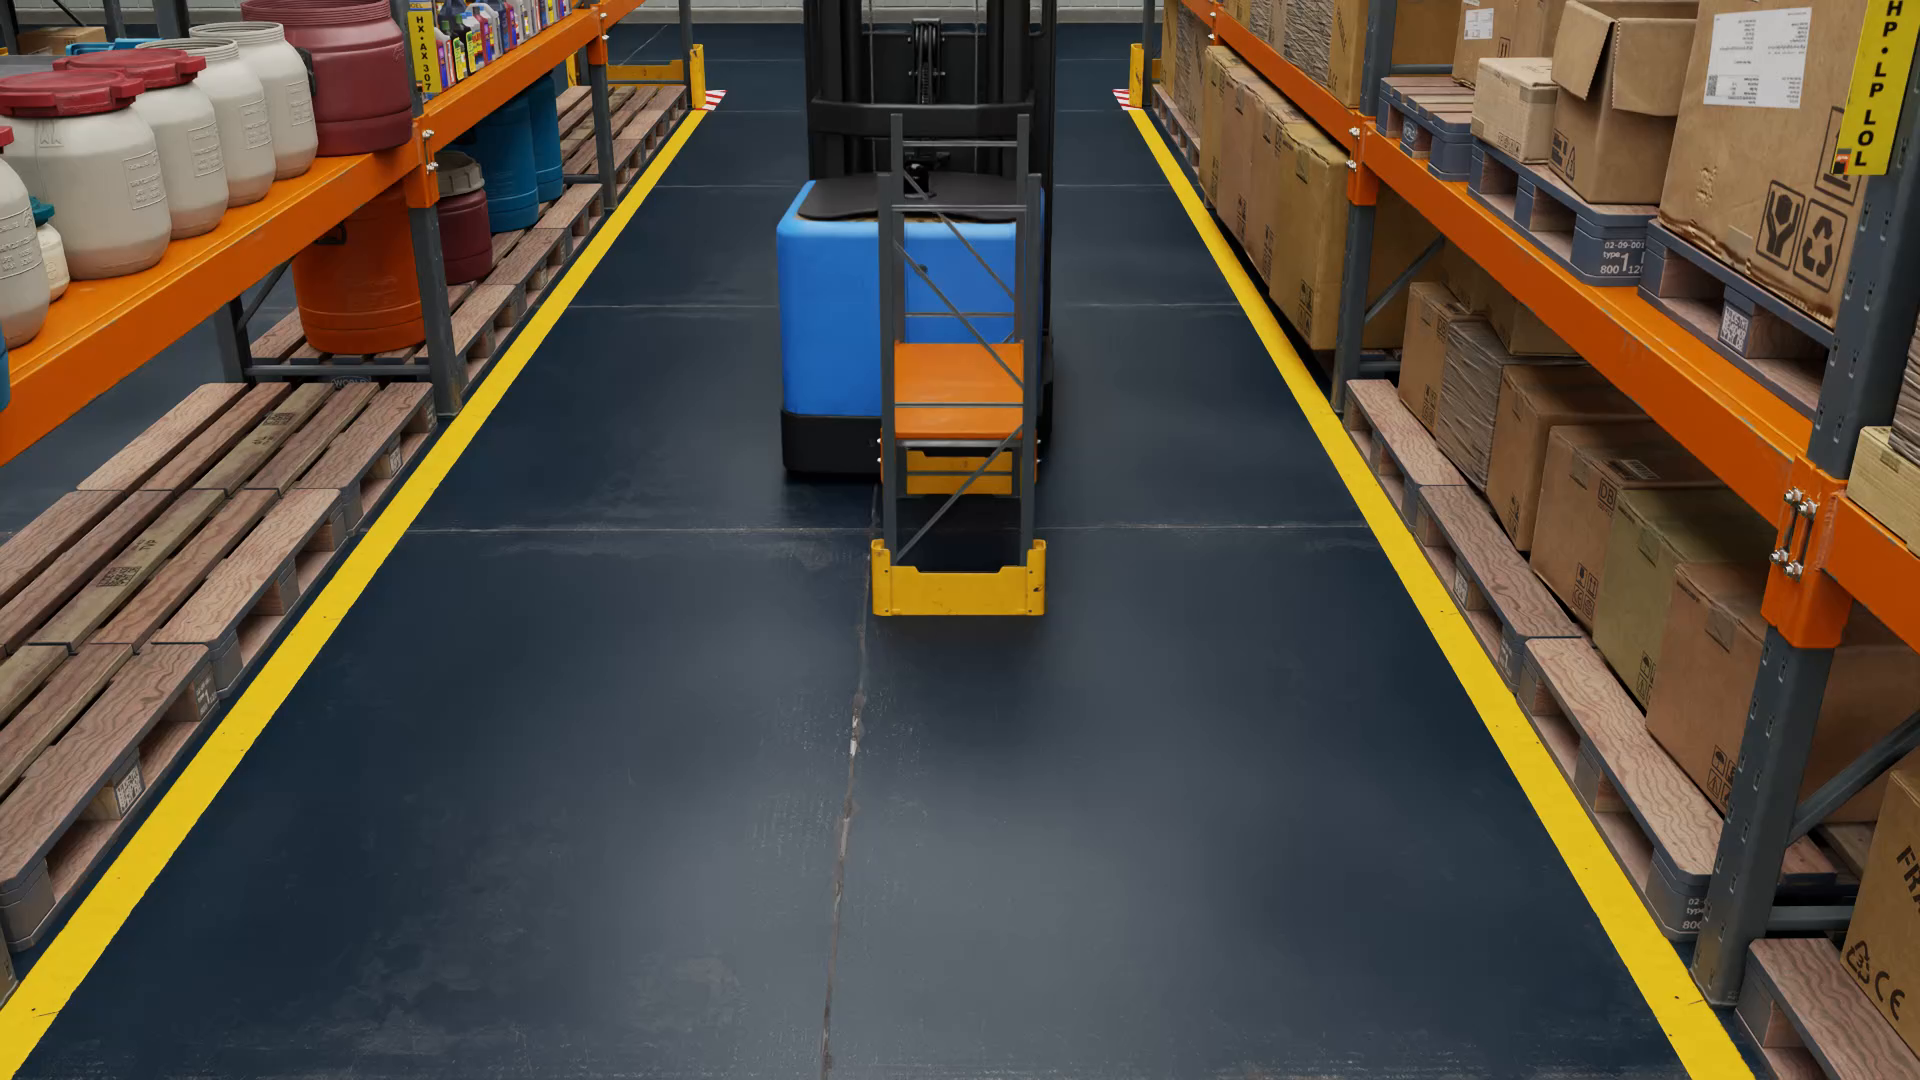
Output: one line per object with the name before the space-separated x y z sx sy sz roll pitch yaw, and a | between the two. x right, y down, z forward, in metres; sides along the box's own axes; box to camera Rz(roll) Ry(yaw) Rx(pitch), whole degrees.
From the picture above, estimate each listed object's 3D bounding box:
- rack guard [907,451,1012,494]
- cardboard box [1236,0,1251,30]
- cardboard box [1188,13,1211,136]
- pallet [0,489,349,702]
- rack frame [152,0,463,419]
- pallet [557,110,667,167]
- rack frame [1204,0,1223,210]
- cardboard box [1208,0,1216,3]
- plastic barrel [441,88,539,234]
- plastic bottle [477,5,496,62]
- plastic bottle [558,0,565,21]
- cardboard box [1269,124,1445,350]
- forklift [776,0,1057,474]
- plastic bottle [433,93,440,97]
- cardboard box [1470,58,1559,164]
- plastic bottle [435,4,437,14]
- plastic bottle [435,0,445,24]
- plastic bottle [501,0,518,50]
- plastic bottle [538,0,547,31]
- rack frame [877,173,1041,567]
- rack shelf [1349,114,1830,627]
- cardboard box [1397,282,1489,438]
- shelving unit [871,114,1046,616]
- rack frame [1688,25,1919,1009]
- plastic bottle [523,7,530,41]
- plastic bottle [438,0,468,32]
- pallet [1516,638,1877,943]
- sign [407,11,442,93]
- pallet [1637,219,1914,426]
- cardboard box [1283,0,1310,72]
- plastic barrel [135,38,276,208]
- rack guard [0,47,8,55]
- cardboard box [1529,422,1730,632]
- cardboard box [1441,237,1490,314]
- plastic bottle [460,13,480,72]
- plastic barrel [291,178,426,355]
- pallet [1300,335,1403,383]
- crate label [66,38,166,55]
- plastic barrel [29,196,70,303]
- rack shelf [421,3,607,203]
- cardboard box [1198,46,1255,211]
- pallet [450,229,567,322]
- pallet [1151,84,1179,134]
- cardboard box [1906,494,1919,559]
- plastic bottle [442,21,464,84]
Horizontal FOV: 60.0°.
rack guard | -0.002 -0.282 6.569 0.587 0.250 0.087 0 24 0
cardboard box | 1.910 -3.253 9.681 0.500 0.500 0.500 0 24 0
cardboard box | 2.211 -3.472 12.355 0.875 0.875 0.875 0 24 -1
pallet | -2.781 0.157 5.647 1.003 0.211 1.213 0 24 -1
rack frame | -2.761 -1.935 6.888 1.000 3.000 0.127 0 24 -1
pallet | -2.867 -3.119 12.891 1.003 0.211 1.213 0 24 -1
rack frame | 2.148 -3.605 10.581 1.000 3.000 0.127 0 24 -1
cardboard box | 1.818 -3.615 10.908 0.380 0.149 0.250 0 24 0
plastic barrel | -2.808 -2.302 9.737 0.600 0.901 0.708 0 24 -1
plastic bottle | -2.429 -2.580 8.470 0.097 0.271 0.097 0 24 0
plastic bottle | -2.429 -3.274 9.990 0.061 0.283 0.133 0 24 -1
cardboard box | 2.205 -1.465 7.917 1.225 0.875 0.875 -1 24 -3
forklift | -0.112 -2.155 7.459 1.130 2.935 3.031 1 24 3
plastic bottle | -2.417 -2.112 7.521 0.097 0.201 0.097 0 24 0
cardboard box | 1.980 -1.388 5.352 0.500 0.250 0.500 -1 24 -2
plastic bottle | -3.176 -3.183 9.799 0.152 0.276 0.135 0 24 -1
plastic bottle | -3.052 -3.157 9.832 0.097 0.201 0.097 0 24 0
plastic bottle | -2.415 -2.764 8.864 0.061 0.283 0.133 0 24 -1
plastic bottle | -2.465 -3.107 9.540 0.144 0.351 0.185 0 24 -1
rack frame | -0.004 -0.433 5.386 0.500 1.500 0.032 0 24 0
rack shelf | 2.214 -0.805 5.263 1.077 0.370 4.000 0 24 -1
cardboard box | 2.219 -0.742 6.751 0.700 0.500 0.500 -2 24 -3
shelving unit | -0.002 -0.646 5.858 0.587 1.500 1.083 0 24 0
rack frame | 2.236 -0.309 3.293 1.000 3.000 0.127 0 24 -1
plastic bottle | -2.437 -2.870 9.197 0.097 0.201 0.097 0 24 0
plastic bottle | -2.606 -2.673 8.580 0.144 0.351 0.185 0 24 -1
pallet | 2.226 0.641 4.577 1.003 0.211 1.213 0 24 -1
sign | -2.211 -2.014 6.866 0.100 0.325 0.005 0 24 -1
pallet | 2.373 -0.537 4.030 1.003 0.211 1.213 0 24 -1
cardboard box | 1.930 -2.624 8.291 0.500 0.500 0.500 -1 24 -2
plastic barrel | -2.531 -1.389 5.546 0.421 0.512 0.421 0 24 0
rack guard | -7.800 -4.040 14.576 1.175 0.500 0.348 0 24 -1
cardboard box | 2.258 -0.051 5.221 0.700 0.500 0.500 -2 24 -5
cardboard box | 2.229 -1.084 6.597 0.500 0.250 0.500 1 24 2
plastic bottle | -2.425 -2.444 8.171 0.097 0.271 0.097 0 24 0
plastic barrel | -2.783 -1.339 7.694 0.600 0.830 0.708 0 24 -1
pallet | 2.259 -1.012 8.231 1.003 0.211 1.213 0 24 -1
crate label | -3.020 -1.540 5.973 0.502 0.435 0.616 0 24 -1
plastic barrel | -2.578 -0.770 4.479 0.301 0.262 0.301 0 24 0
rack shelf | -2.782 -2.431 8.858 1.077 0.370 4.000 0 24 -1
cardboard box | 2.175 -2.565 10.350 1.225 0.875 0.875 0 24 0
pallet | -2.821 -1.490 9.289 1.003 0.211 1.213 0 24 -1
pallet | 2.192 -3.654 14.073 1.003 0.211 1.213 0 24 -1
cardboard box | 1.927 -0.001 2.918 0.380 0.149 0.250 0 24 -1
plastic bottle | -2.403 -2.307 7.853 0.061 0.283 0.133 0 24 -1
